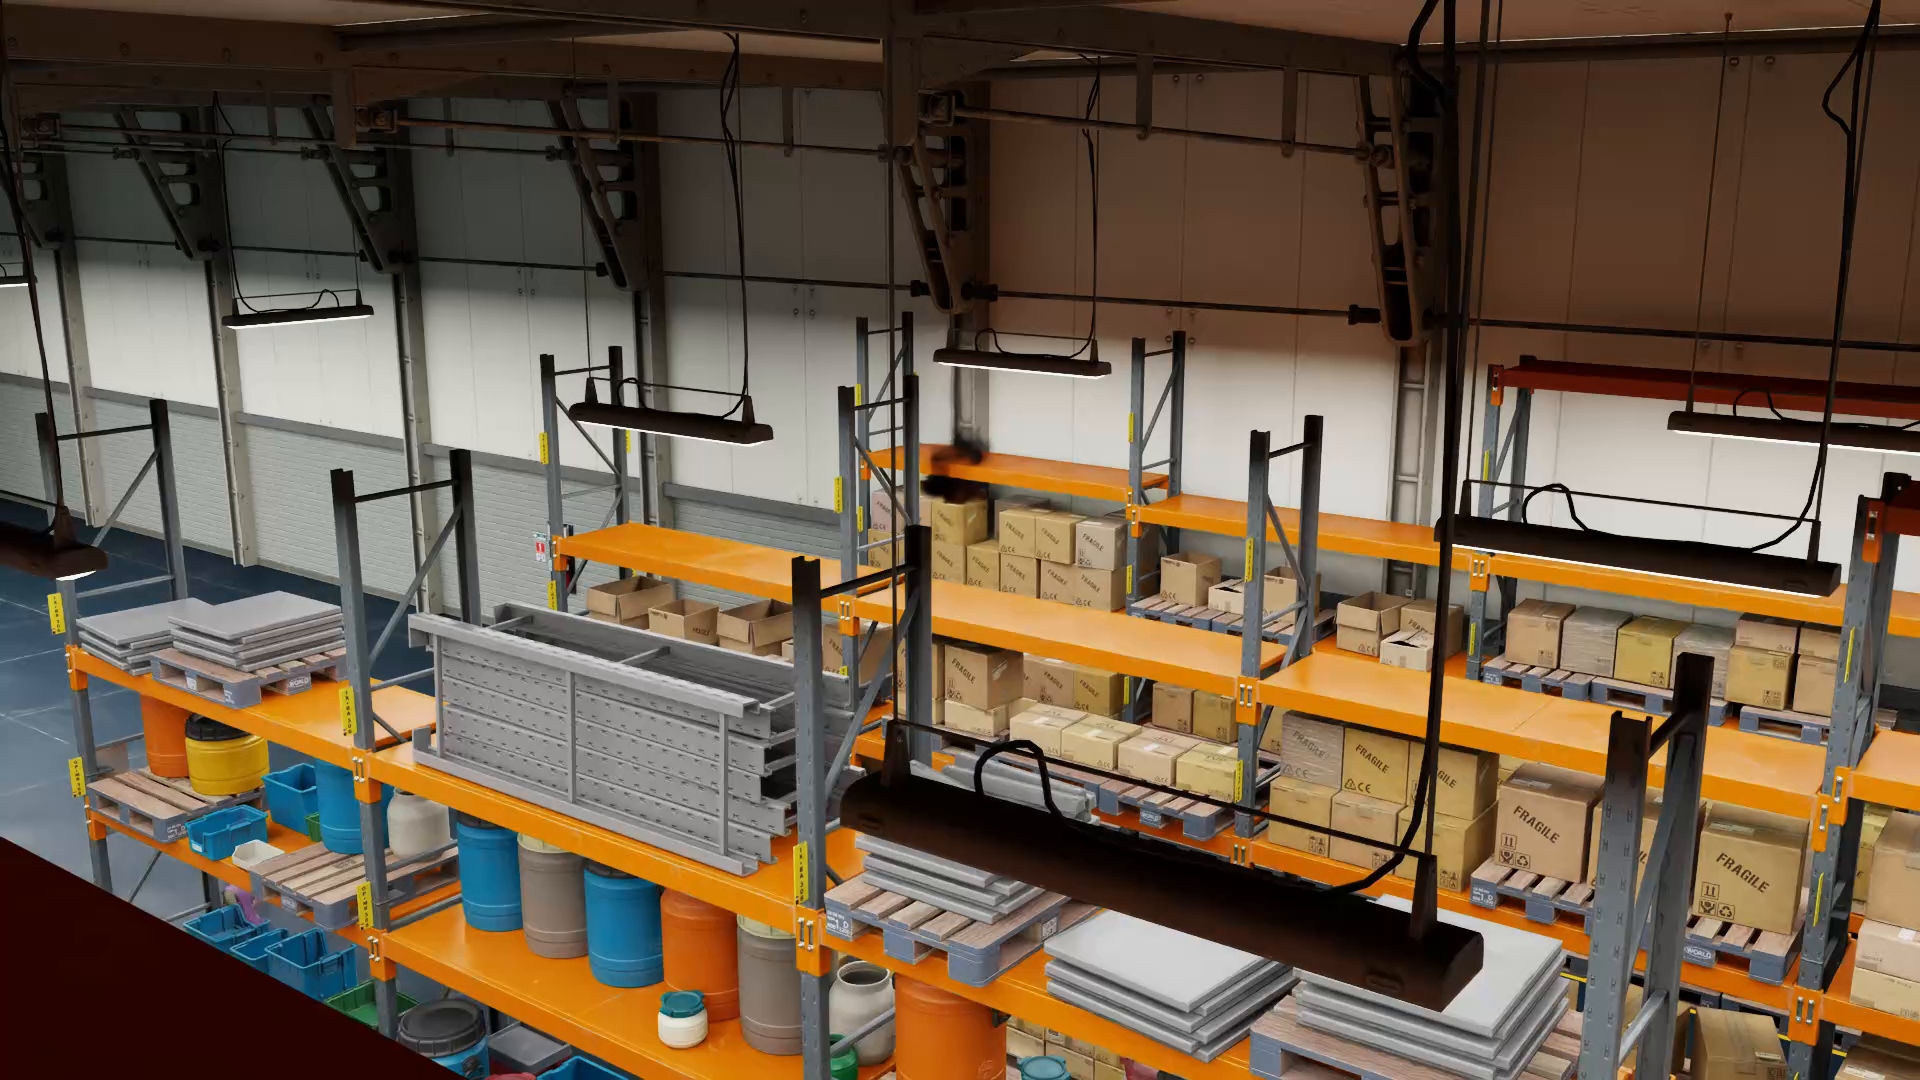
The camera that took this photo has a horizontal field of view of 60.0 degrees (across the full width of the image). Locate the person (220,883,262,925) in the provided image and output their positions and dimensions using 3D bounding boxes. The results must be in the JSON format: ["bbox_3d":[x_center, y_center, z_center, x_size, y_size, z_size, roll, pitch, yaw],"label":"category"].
[{"bbox_3d":[-6.757,3.779,15.807,0.714,1.480,0.588,1,13,4],"label":"person"}]
